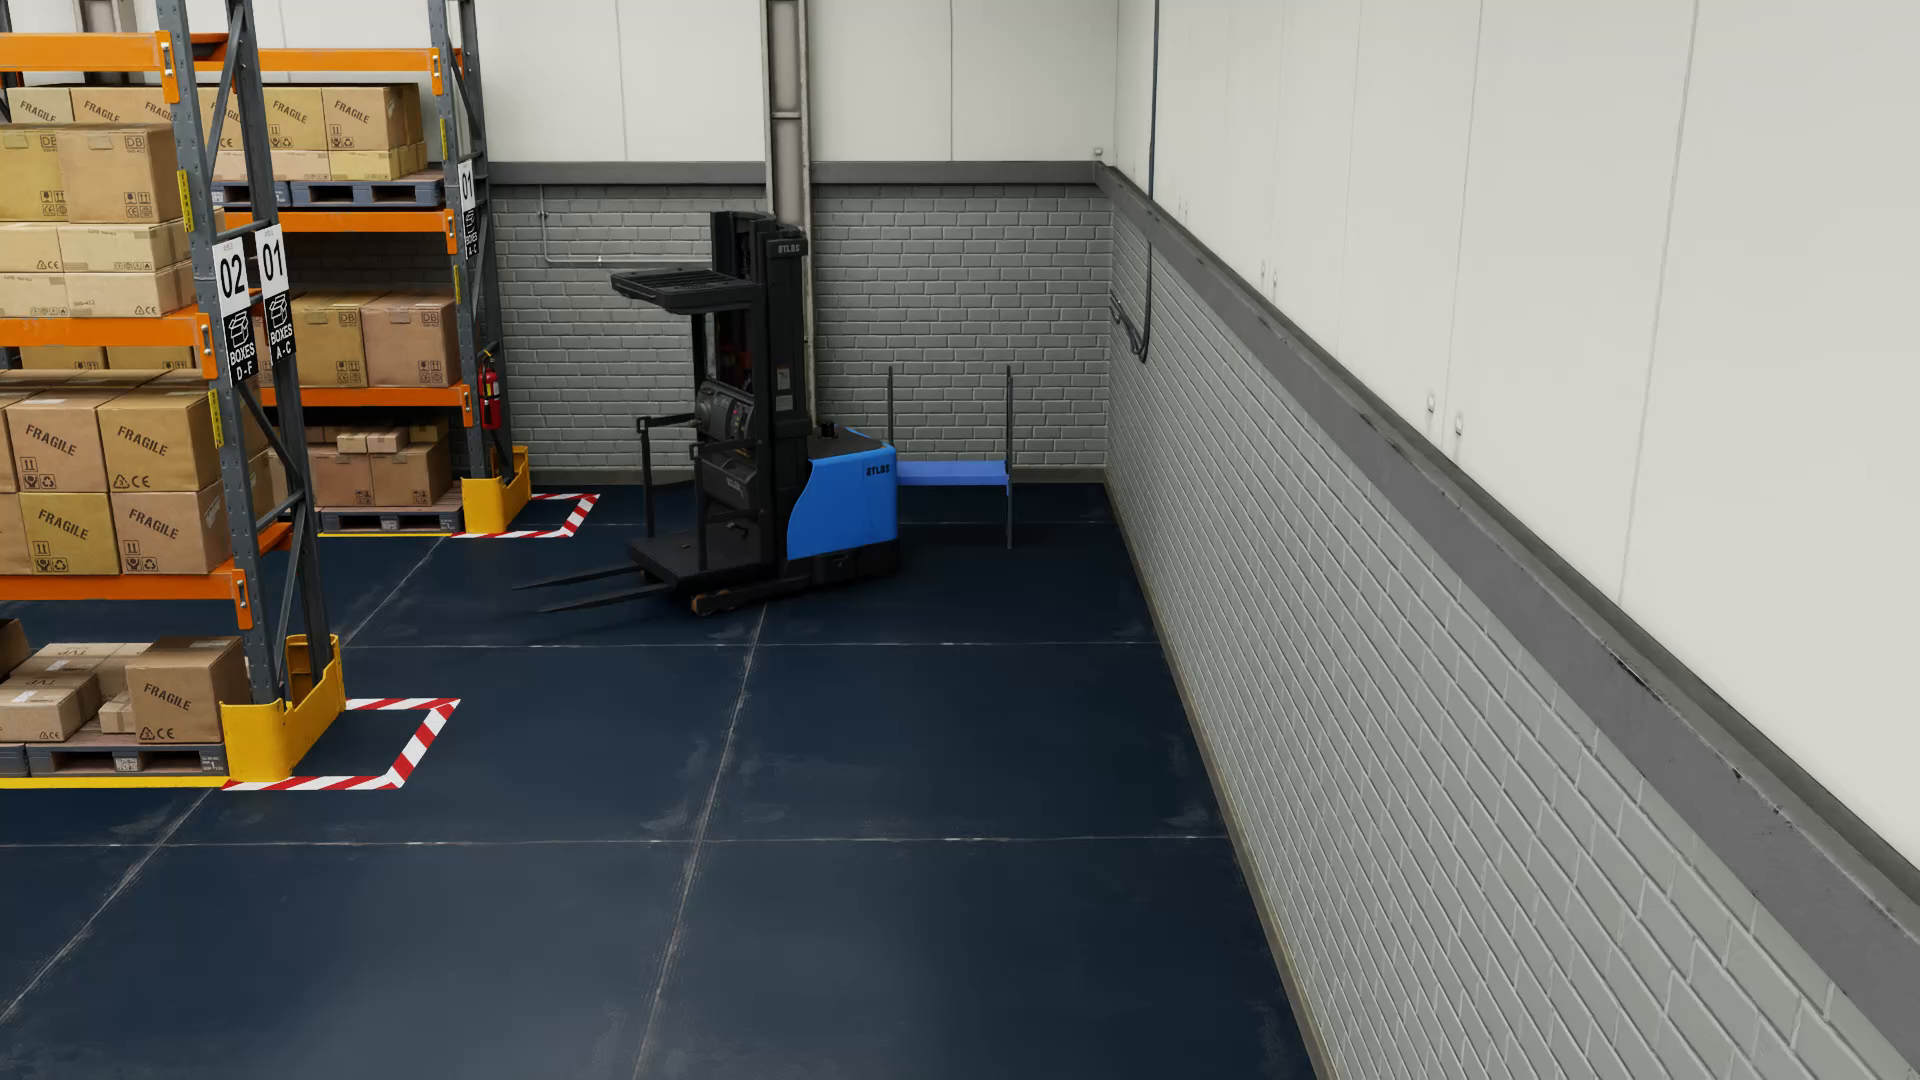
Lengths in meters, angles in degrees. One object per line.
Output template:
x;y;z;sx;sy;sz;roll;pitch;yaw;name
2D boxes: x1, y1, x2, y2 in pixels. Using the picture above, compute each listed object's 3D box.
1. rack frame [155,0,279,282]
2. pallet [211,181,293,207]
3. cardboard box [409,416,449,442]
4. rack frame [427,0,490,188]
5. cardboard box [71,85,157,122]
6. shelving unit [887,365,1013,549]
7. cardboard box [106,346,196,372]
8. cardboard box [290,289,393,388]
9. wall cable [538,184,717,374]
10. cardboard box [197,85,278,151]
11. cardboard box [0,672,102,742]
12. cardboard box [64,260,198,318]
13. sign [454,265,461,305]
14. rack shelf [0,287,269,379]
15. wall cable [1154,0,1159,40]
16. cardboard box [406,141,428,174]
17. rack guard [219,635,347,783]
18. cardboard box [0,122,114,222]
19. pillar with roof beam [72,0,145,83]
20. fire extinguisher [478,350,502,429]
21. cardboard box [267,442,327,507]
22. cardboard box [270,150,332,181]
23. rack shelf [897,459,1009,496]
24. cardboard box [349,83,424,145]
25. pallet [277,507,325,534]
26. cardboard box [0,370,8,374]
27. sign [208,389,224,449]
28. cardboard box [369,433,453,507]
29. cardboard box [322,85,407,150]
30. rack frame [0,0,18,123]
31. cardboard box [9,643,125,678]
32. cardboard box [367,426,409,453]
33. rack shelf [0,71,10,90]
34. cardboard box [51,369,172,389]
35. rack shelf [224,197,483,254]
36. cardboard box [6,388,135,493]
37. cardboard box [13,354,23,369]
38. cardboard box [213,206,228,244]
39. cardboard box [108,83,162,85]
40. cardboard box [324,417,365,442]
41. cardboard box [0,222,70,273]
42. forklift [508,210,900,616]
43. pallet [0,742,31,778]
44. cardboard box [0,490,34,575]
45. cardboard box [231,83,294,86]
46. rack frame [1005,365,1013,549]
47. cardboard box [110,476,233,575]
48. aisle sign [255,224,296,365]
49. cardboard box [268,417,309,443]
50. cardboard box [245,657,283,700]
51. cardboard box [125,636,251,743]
-4.170;-3.006;9.186;0.127;3.000;1.000;0;18;-1;rack frame
-6.216;-3.035;14.332;1.213;0.211;1.003;0;18;-1;pallet
-4.828;-1.009;15.124;0.250;0.149;0.380;0;18;0;cardboard box
-4.252;-4.519;13.902;0.127;3.000;1.000;0;18;-1;rack frame
-7.020;-3.527;13.887;0.500;0.500;0.500;-1;18;-2;cardboard box
-0.085;-0.714;14.317;1.048;1.500;0.538;0;18;-1;shelving unit
-6.978;-1.785;14.711;0.700;0.700;0.980;-1;18;-2;cardboard box
-5.489;-1.793;14.734;0.700;0.700;0.980;0;18;-1;cardboard box
-2.986;-2.441;15.583;1.851;1.984;0.084;0;18;-1;wall cable
-6.001;-3.533;13.906;0.500;0.500;0.500;-1;18;-3;cardboard box
-5.660;1.024;10.227;0.500;0.250;0.500;0;18;-1;cardboard box
-4.679;-1.423;9.408;0.500;0.250;0.500;0;18;-1;cardboard box
-4.257;-2.161;14.089;0.005;0.325;0.100;0;18;-1;sign
-6.169;-1.225;9.724;4.000;0.370;1.077;0;18;-1;rack shelf
1.452;-4.537;10.774;0.112;2.526;3.097;0;18;-1;wall cable
-4.985;-3.338;14.527;0.500;0.250;0.500;1;18;2;cardboard box
-4.246;1.041;10.483;0.348;0.500;1.175;0;18;-1;rack guard
-5.184;-2.117;9.526;0.500;0.500;0.700;0;18;-1;cardboard box
-7.497;-3.452;10.578;0.400;9.000;9.100;0;18;-1;pillar with roof beam
-4.093;-1.308;14.450;0.183;0.674;0.296;0;18;-1;fire extinguisher
-5.953;-0.633;15.015;0.500;0.500;0.700;-1;18;-3;cardboard box
-5.500;-3.179;14.031;0.500;0.250;0.500;-1;18;-3;cardboard box
-0.085;-0.542;14.372;1.000;0.185;0.538;0;18;-1;rack shelf
-4.985;-3.694;14.408;0.500;0.500;0.500;-1;18;-3;cardboard box
-6.267;-0.302;15.143;1.213;0.211;1.003;0;18;-1;pallet
-6.148;-0.743;10.152;0.500;0.500;0.500;0;18;-1;cardboard box
-4.181;-0.682;9.349;0.005;0.325;0.100;0;18;-1;sign
-4.950;-0.638;15.031;0.500;0.500;0.700;0;18;-1;cardboard box
-4.979;-3.537;13.919;0.500;0.500;0.500;0;18;-1;cardboard box
-8.251;-4.500;13.842;0.127;3.000;1.000;0;18;-1;rack frame
-5.718;0.871;10.702;0.500;0.250;0.500;0;18;-1;cardboard box
-5.075;-0.891;14.756;0.250;0.149;0.380;0;18;-2;cardboard box
-10.251;-3.957;13.983;4.000;0.370;1.077;0;18;-1;rack shelf
-5.140;-0.747;10.164;0.500;0.500;0.500;0;18;0;cardboard box
-6.251;-2.738;14.440;4.000;0.370;1.077;0;18;-1;rack shelf
-5.115;-0.584;9.657;0.500;0.500;0.500;0;18;1;cardboard box
-8.589;-1.592;14.978;0.250;0.149;0.380;-1;18;-3;cardboard box
-4.687;-1.821;9.831;0.500;0.250;0.500;0;18;-1;cardboard box
-7.040;-3.682;14.370;0.500;0.500;0.500;-1;18;-3;cardboard box
-5.585;-1.005;15.112;0.250;0.149;0.380;0;18;0;cardboard box
-5.179;-1.661;9.332;0.500;0.250;0.500;0;18;-1;cardboard box
-2.006;-0.995;12.850;3.031;2.935;1.130;-11;21;-32;forklift
-6.260;1.188;10.499;1.213;0.211;1.003;0;18;-1;pallet
-5.631;-0.107;9.808;0.500;0.500;0.500;0;18;0;cardboard box
-6.018;-3.691;14.399;0.500;0.500;0.500;0;18;-1;cardboard box
0.423;-0.716;14.325;0.032;1.500;0.500;0;18;-1;rack frame
-4.613;-0.112;9.821;0.500;0.500;0.500;0;18;1;cardboard box
-4.106;-1.477;9.986;0.004;0.787;0.394;0;18;-1;aisle sign
-6.096;-1.002;15.103;0.250;0.149;0.380;0;18;0;cardboard box
-4.594;0.896;10.792;0.250;0.149;0.380;0;18;-1;cardboard box
-4.709;0.909;10.174;0.500;0.500;0.500;0;18;-1;cardboard box
